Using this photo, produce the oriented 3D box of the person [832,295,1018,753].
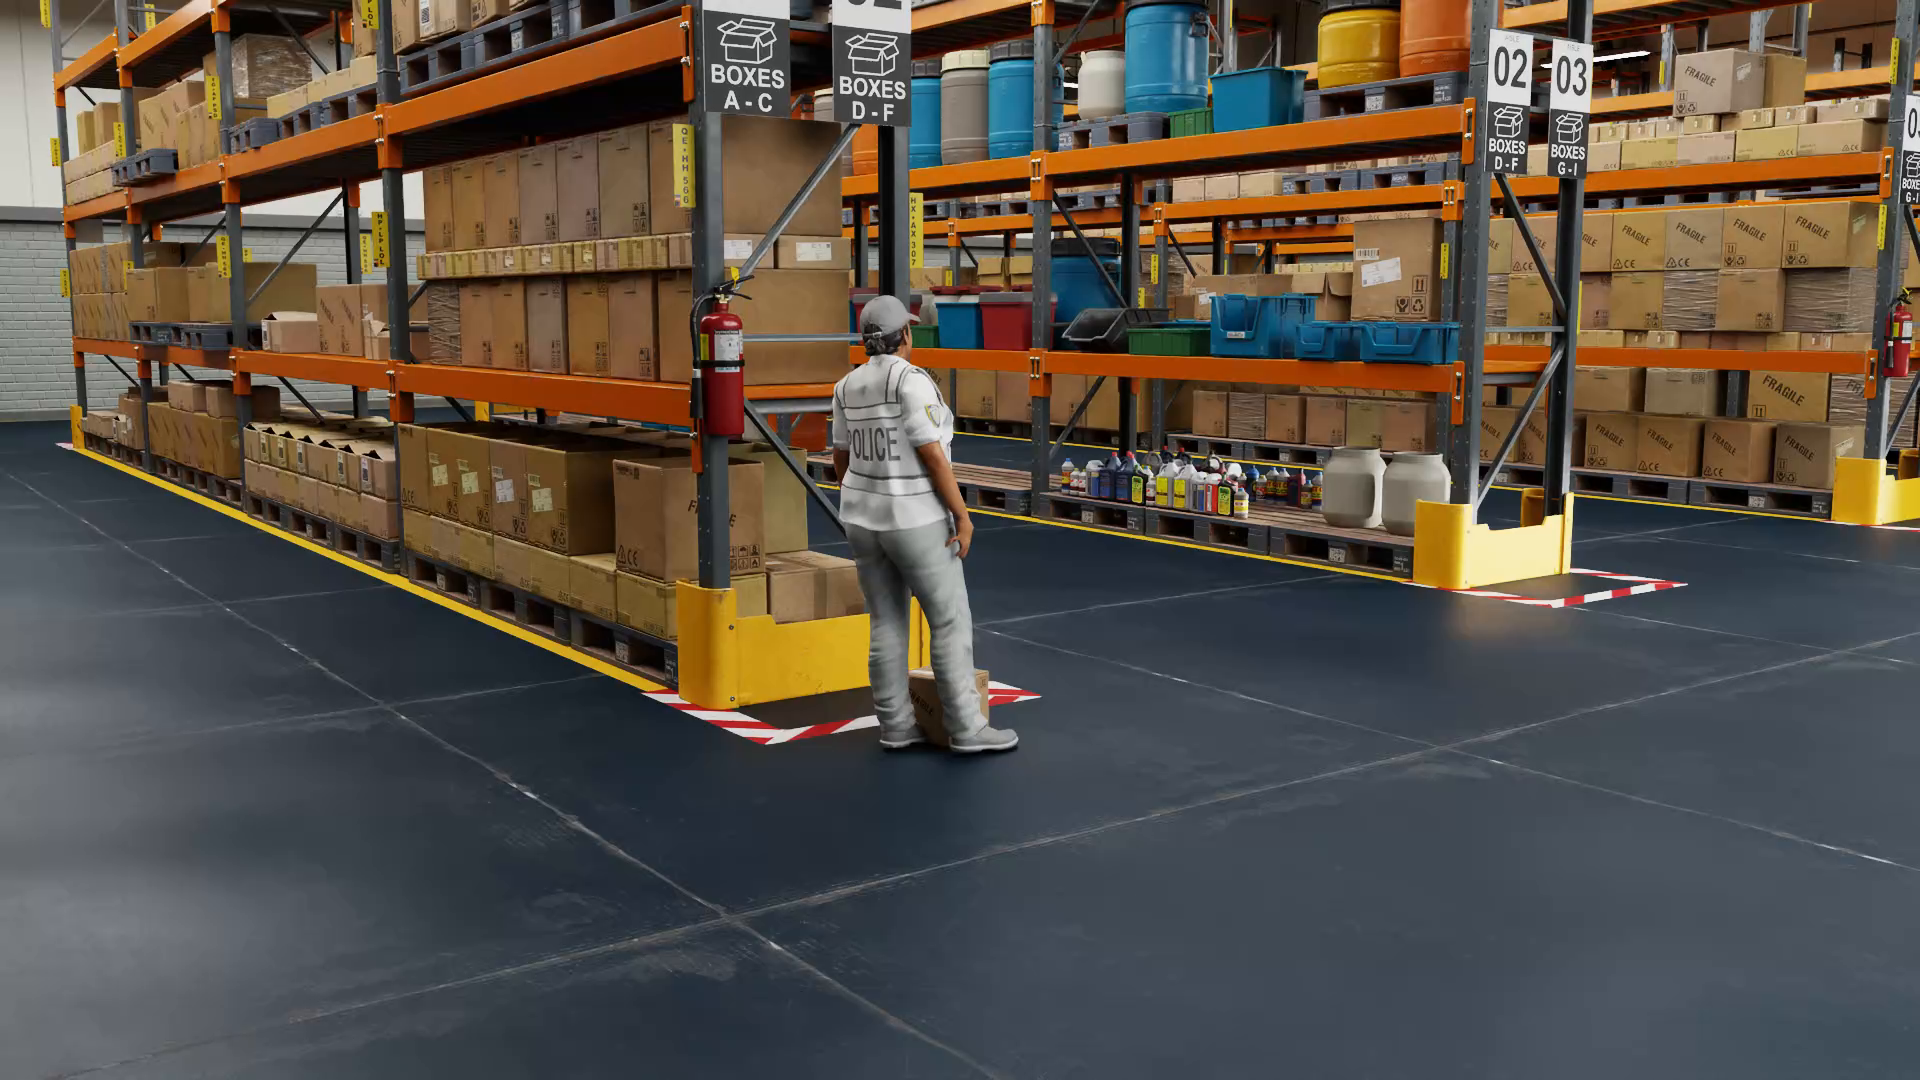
[{"bbox_3d":[-0.151,-0.056,6.123,0.598,1.670,0.529,7,10,40],"label":"person"}]
